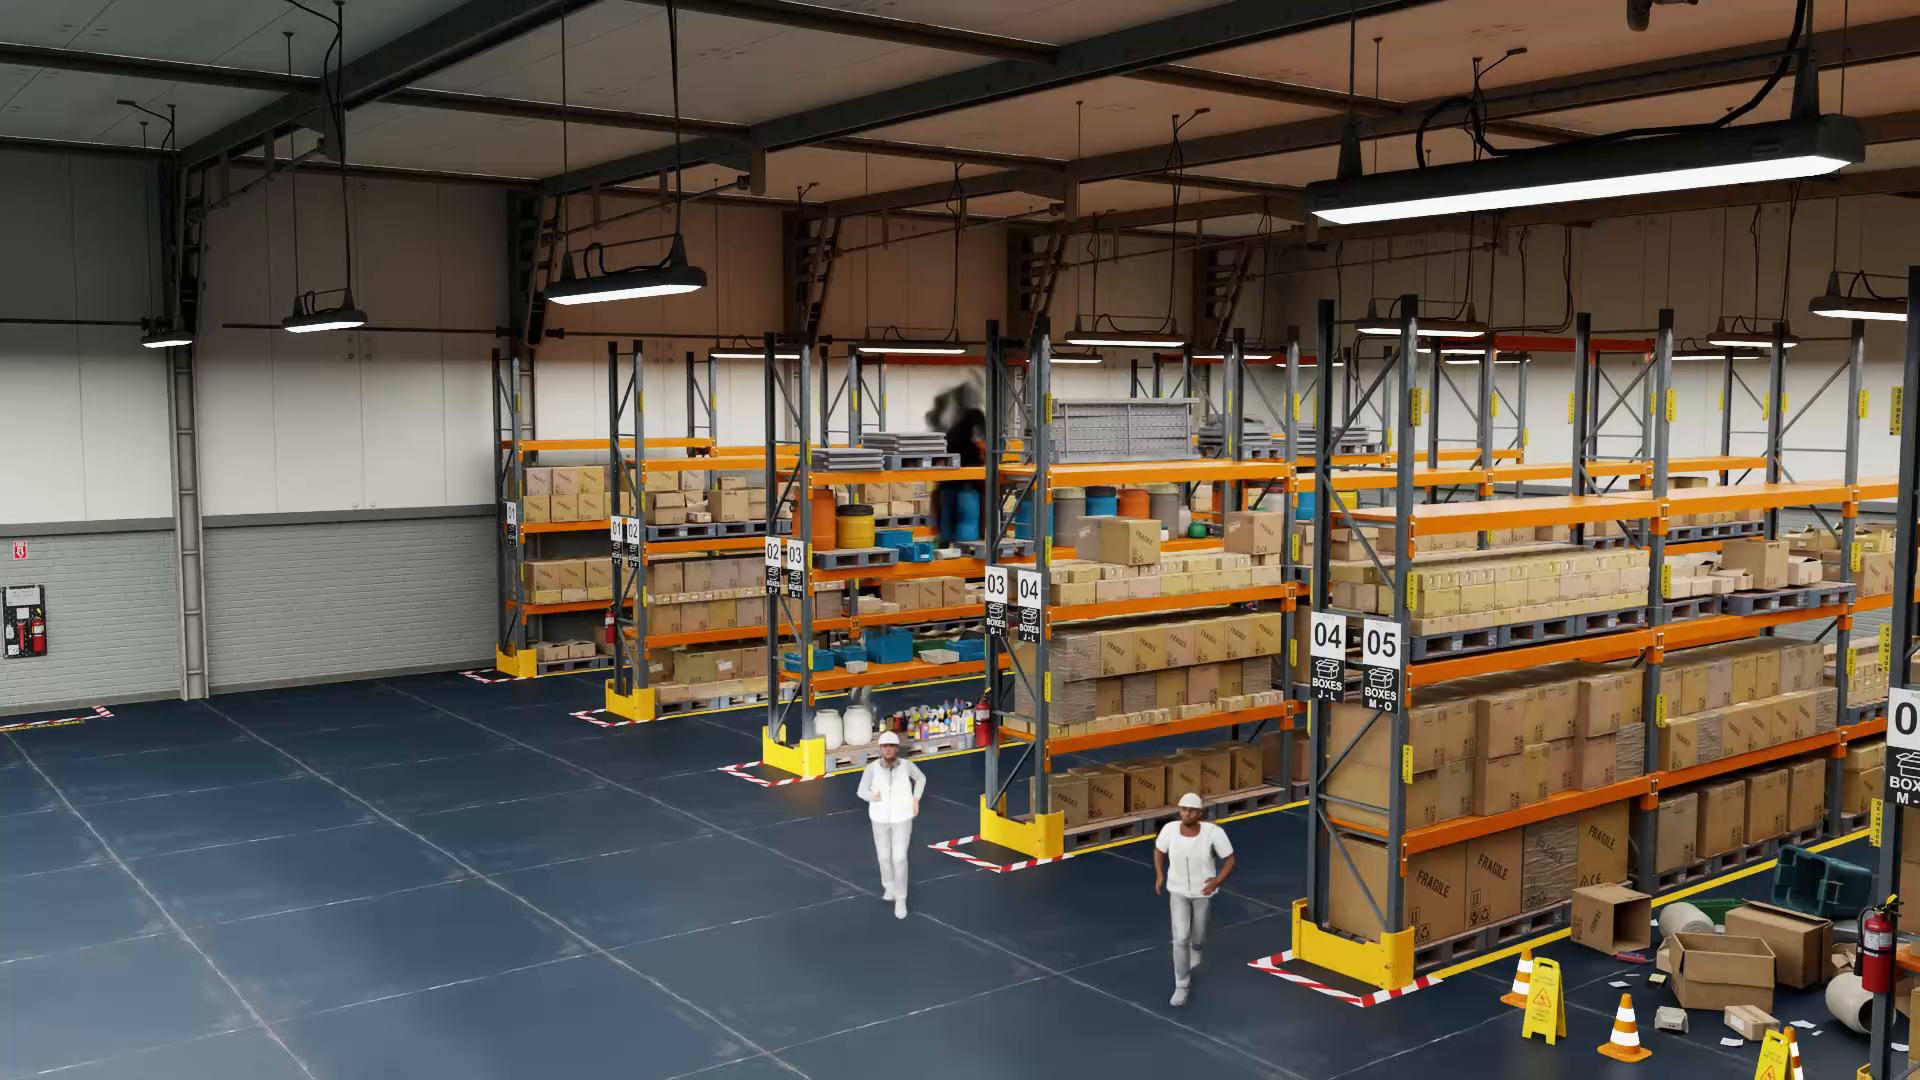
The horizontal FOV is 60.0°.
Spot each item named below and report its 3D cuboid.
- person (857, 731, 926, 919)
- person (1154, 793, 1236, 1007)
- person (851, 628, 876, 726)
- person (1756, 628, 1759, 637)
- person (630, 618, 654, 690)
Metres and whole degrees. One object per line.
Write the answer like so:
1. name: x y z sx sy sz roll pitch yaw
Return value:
1. person: -0.695 2.817 16.655 0.659 1.822 0.744 1 5 6
2. person: 2.019 3.033 14.356 0.716 1.774 0.827 1 5 15
3. person: -1.469 2.133 25.699 0.493 1.559 0.503 -5 7 -42
4. person: 12.213 2.122 25.309 0.552 1.676 0.895 5 7 44
5. person: -5.413 1.697 29.102 0.668 1.765 0.998 5 7 42
